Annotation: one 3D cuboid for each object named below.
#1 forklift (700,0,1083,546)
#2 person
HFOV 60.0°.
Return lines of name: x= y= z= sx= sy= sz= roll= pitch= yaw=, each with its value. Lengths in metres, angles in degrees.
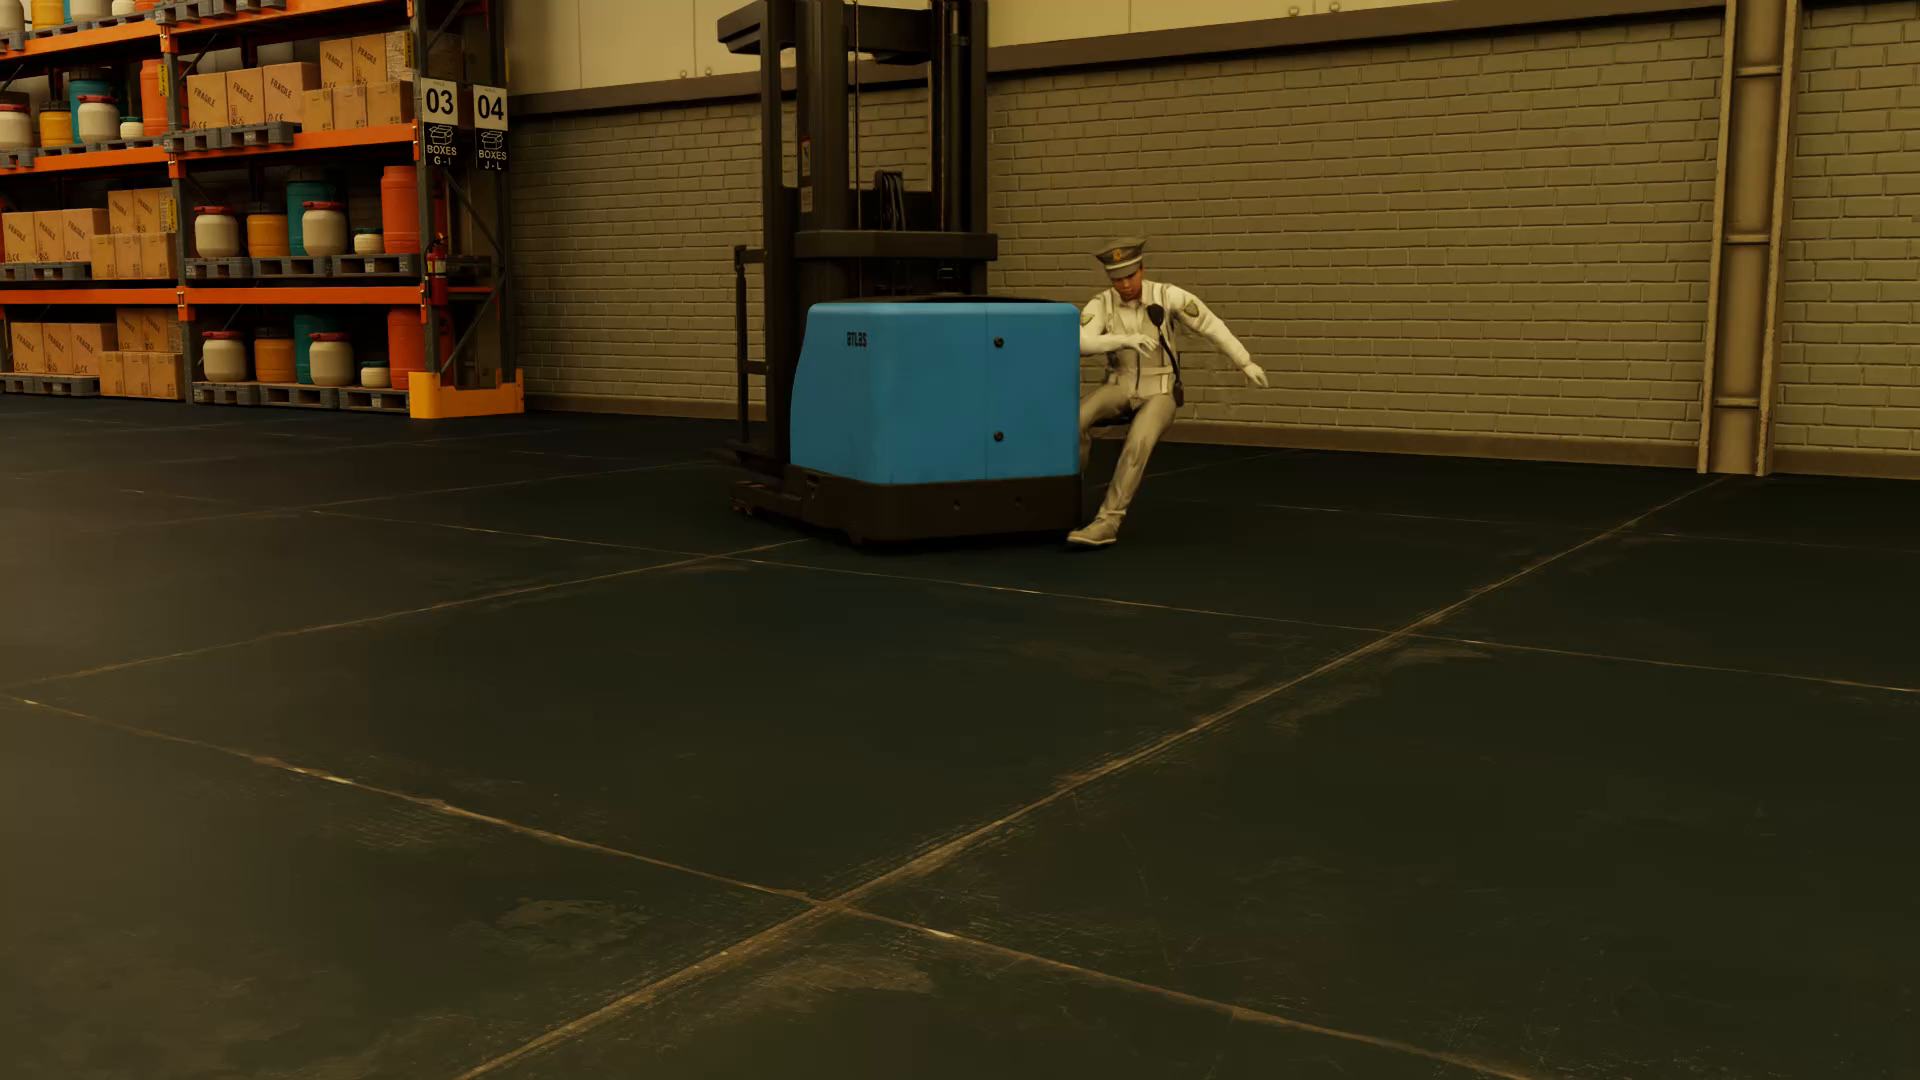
forklift: x=-0.554 y=-1.595 z=8.409 sx=1.130 sy=2.935 sz=3.031 roll=-4 pitch=9 yaw=-26
person: x=0.852 y=-0.682 z=7.507 sx=0.995 sy=1.349 sz=0.896 roll=2 pitch=8 yaw=15
